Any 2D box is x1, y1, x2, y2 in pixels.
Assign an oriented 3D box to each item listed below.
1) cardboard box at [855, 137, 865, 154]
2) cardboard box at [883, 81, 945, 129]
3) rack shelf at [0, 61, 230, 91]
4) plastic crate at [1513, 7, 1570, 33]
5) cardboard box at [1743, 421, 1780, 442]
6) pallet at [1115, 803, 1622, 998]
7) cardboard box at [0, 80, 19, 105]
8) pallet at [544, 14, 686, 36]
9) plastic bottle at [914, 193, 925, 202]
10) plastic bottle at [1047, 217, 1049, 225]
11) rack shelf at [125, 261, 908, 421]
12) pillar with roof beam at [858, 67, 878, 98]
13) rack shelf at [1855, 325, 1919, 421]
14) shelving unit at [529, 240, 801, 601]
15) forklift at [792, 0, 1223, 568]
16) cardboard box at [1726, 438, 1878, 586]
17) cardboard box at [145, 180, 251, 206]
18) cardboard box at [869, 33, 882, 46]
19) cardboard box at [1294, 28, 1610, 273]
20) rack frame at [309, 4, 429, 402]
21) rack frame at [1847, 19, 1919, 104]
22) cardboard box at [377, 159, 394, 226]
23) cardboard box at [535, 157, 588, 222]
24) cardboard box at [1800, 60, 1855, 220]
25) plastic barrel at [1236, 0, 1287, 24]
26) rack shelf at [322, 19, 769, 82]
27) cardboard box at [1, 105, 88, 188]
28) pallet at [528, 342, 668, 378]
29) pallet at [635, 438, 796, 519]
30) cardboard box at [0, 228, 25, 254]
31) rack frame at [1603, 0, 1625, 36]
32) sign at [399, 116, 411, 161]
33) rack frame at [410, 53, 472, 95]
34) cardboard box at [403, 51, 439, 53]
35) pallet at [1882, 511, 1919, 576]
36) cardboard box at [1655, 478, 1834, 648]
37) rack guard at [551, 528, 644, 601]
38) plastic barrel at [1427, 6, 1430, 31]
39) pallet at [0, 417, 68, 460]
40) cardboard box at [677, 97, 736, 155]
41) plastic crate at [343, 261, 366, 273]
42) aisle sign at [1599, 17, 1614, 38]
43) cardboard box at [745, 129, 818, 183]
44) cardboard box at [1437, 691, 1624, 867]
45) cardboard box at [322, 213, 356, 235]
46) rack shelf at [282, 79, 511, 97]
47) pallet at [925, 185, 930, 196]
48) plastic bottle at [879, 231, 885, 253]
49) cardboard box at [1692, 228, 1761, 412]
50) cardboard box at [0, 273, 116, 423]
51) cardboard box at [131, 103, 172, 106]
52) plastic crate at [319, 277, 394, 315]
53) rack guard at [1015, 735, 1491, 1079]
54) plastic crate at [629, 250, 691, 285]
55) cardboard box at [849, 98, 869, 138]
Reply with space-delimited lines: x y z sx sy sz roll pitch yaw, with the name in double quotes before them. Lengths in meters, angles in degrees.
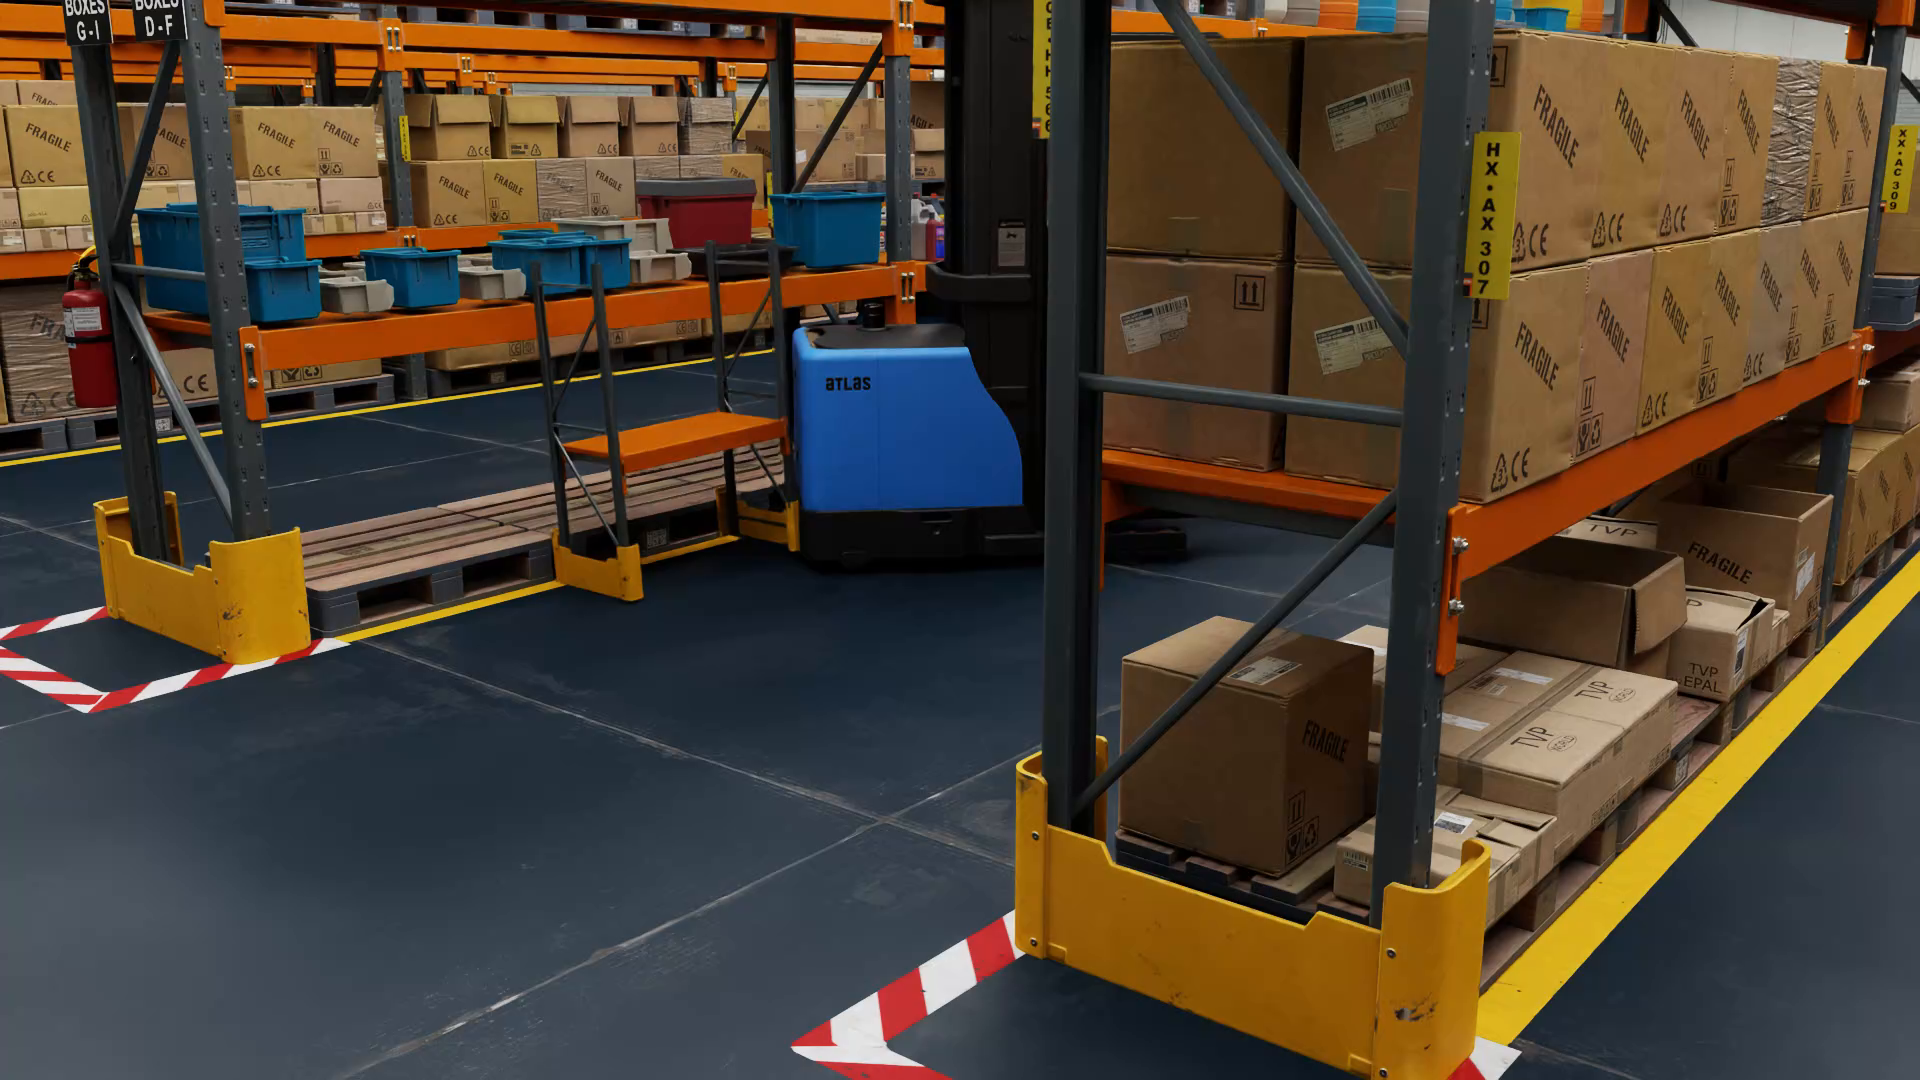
"cardboard box" -1.784 -5.492 23.847 0.875 0.550 0.550 11 18 38
"cardboard box" -0.136 -4.505 18.194 1.000 1.000 1.000 11 18 38
"rack shelf" -11.007 -5.631 20.066 1.077 0.370 4.000 11 18 38
"plastic crate" 5.874 -5.175 16.843 0.392 0.384 0.575 11 18 38
"cardboard box" 3.552 -0.310 7.933 0.500 0.500 0.500 11 18 38
"pallet" 1.181 0.875 4.752 1.003 0.211 1.213 11 18 38
"cardboard box" -8.756 -3.842 14.816 0.500 0.500 0.500 11 18 36
"pallet" -3.106 -4.392 14.109 1.003 0.211 1.213 12 19 40
"plastic bottle" -0.264 -2.081 10.823 0.144 0.351 0.185 11 18 38
"plastic bottle" 0.560 -1.972 10.695 0.097 0.201 0.097 0 14 0
"rack shelf" -1.960 -1.111 8.366 1.077 0.370 4.000 11 18 38
"pillar with roof beam" 1.167 -11.754 36.616 9.100 9.000 0.400 11 18 38
"rack shelf" 4.404 -1.110 8.361 1.077 0.370 4.000 11 18 38
"shelving unit" -1.369 -0.605 7.850 0.587 1.500 1.083 10 20 41
"forklift" 0.679 -1.428 8.290 3.031 2.935 1.130 -2 14 -8
"cardboard box" 3.641 -0.132 7.235 0.500 0.500 0.500 10 18 35
"cardboard box" -5.273 -2.358 11.515 0.500 0.250 0.500 12 18 39
"cardboard box" -0.910 -5.005 16.446 0.500 0.250 0.500 12 18 39
"cardboard box" 1.117 -0.887 3.788 0.500 0.500 0.500 12 19 39
"rack frame" -4.556 -2.609 12.802 1.000 3.000 0.127 11 18 38
"rack frame" 5.661 -1.842 9.780 1.000 3.000 0.127 11 18 38
"cardboard box" -4.474 -2.790 13.309 0.500 0.500 0.500 11 18 38
"cardboard box" -3.442 -2.899 13.741 0.500 0.500 0.500 11 18 36
"cardboard box" 2.711 -1.373 5.703 0.500 0.500 0.500 11 18 36
"plastic barrel" 2.244 -4.129 12.465 0.421 0.512 0.421 0 14 0
"rack shelf" -3.299 -4.098 14.029 1.077 0.370 4.000 11 18 38
"cardboard box" -5.923 -2.524 10.645 0.500 0.500 0.500 11 18 36
"pallet" -3.363 -1.652 14.697 1.003 0.211 1.213 11 18 38
"pallet" -1.135 -0.345 9.551 1.003 0.211 1.213 11 18 38
"cardboard box" -6.106 -1.887 10.469 0.380 0.149 0.250 11 18 37
"rack frame" 6.839 -7.049 18.093 1.000 3.000 0.127 11 18 38
"sign" -4.123 -2.982 12.349 0.100 0.325 0.005 11 18 38
"rack frame" -5.836 -4.162 18.915 1.000 3.000 0.127 11 18 38
"cardboard box" -5.997 -5.516 17.948 0.500 0.500 0.500 11 18 38
"pallet" 4.395 -0.120 8.668 1.003 0.211 1.213 11 18 38
"cardboard box" 3.010 0.076 6.416 0.500 0.500 0.500 11 18 38
"rack guard" -1.674 0.108 7.654 0.587 0.250 0.087 10 20 41
"plastic barrel" 4.174 -4.941 14.869 0.600 0.901 0.708 11 18 38
"pallet" -6.628 -0.657 10.781 1.003 0.211 1.213 11 18 38
"cardboard box" -2.514 -3.773 15.141 0.797 0.503 0.637 12 19 39
"plastic crate" -2.652 -1.216 7.730 0.396 0.136 0.243 11 18 38
"aisle sign" 7.115 -5.369 18.385 0.394 0.787 0.004 11 18 38
"cardboard box" -1.733 -3.737 16.185 0.500 0.500 0.500 9 17 31
"cardboard box" 1.510 0.654 4.648 0.500 0.250 0.500 11 18 38
"cardboard box" -4.655 -2.329 12.209 0.380 0.149 0.250 12 18 39
"rack shelf" -9.842 -7.931 29.118 1.077 0.370 4.000 11 18 38
"pallet" -0.121 -3.925 18.369 1.003 0.211 1.213 11 18 38
"plastic bottle" -0.524 -1.915 10.471 0.097 0.201 0.097 0 14 0
"cardboard box" 2.070 -0.693 5.056 0.500 0.500 0.500 12 18 38
"cardboard box" -6.158 -1.326 11.214 0.875 0.875 0.875 11 18 38
"cardboard box" -10.187 -5.203 20.778 0.500 0.500 0.500 12 18 39
"plastic crate" -2.540 -1.023 6.972 0.250 0.136 0.298 11 18 38
"rack guard" 0.681 0.887 4.115 1.175 0.500 0.348 11 18 38
"plastic crate" -1.564 -1.364 8.314 0.293 0.136 0.466 11 18 38
"cardboard box" -1.803 -6.020 23.728 0.875 0.550 0.550 11 18 38
